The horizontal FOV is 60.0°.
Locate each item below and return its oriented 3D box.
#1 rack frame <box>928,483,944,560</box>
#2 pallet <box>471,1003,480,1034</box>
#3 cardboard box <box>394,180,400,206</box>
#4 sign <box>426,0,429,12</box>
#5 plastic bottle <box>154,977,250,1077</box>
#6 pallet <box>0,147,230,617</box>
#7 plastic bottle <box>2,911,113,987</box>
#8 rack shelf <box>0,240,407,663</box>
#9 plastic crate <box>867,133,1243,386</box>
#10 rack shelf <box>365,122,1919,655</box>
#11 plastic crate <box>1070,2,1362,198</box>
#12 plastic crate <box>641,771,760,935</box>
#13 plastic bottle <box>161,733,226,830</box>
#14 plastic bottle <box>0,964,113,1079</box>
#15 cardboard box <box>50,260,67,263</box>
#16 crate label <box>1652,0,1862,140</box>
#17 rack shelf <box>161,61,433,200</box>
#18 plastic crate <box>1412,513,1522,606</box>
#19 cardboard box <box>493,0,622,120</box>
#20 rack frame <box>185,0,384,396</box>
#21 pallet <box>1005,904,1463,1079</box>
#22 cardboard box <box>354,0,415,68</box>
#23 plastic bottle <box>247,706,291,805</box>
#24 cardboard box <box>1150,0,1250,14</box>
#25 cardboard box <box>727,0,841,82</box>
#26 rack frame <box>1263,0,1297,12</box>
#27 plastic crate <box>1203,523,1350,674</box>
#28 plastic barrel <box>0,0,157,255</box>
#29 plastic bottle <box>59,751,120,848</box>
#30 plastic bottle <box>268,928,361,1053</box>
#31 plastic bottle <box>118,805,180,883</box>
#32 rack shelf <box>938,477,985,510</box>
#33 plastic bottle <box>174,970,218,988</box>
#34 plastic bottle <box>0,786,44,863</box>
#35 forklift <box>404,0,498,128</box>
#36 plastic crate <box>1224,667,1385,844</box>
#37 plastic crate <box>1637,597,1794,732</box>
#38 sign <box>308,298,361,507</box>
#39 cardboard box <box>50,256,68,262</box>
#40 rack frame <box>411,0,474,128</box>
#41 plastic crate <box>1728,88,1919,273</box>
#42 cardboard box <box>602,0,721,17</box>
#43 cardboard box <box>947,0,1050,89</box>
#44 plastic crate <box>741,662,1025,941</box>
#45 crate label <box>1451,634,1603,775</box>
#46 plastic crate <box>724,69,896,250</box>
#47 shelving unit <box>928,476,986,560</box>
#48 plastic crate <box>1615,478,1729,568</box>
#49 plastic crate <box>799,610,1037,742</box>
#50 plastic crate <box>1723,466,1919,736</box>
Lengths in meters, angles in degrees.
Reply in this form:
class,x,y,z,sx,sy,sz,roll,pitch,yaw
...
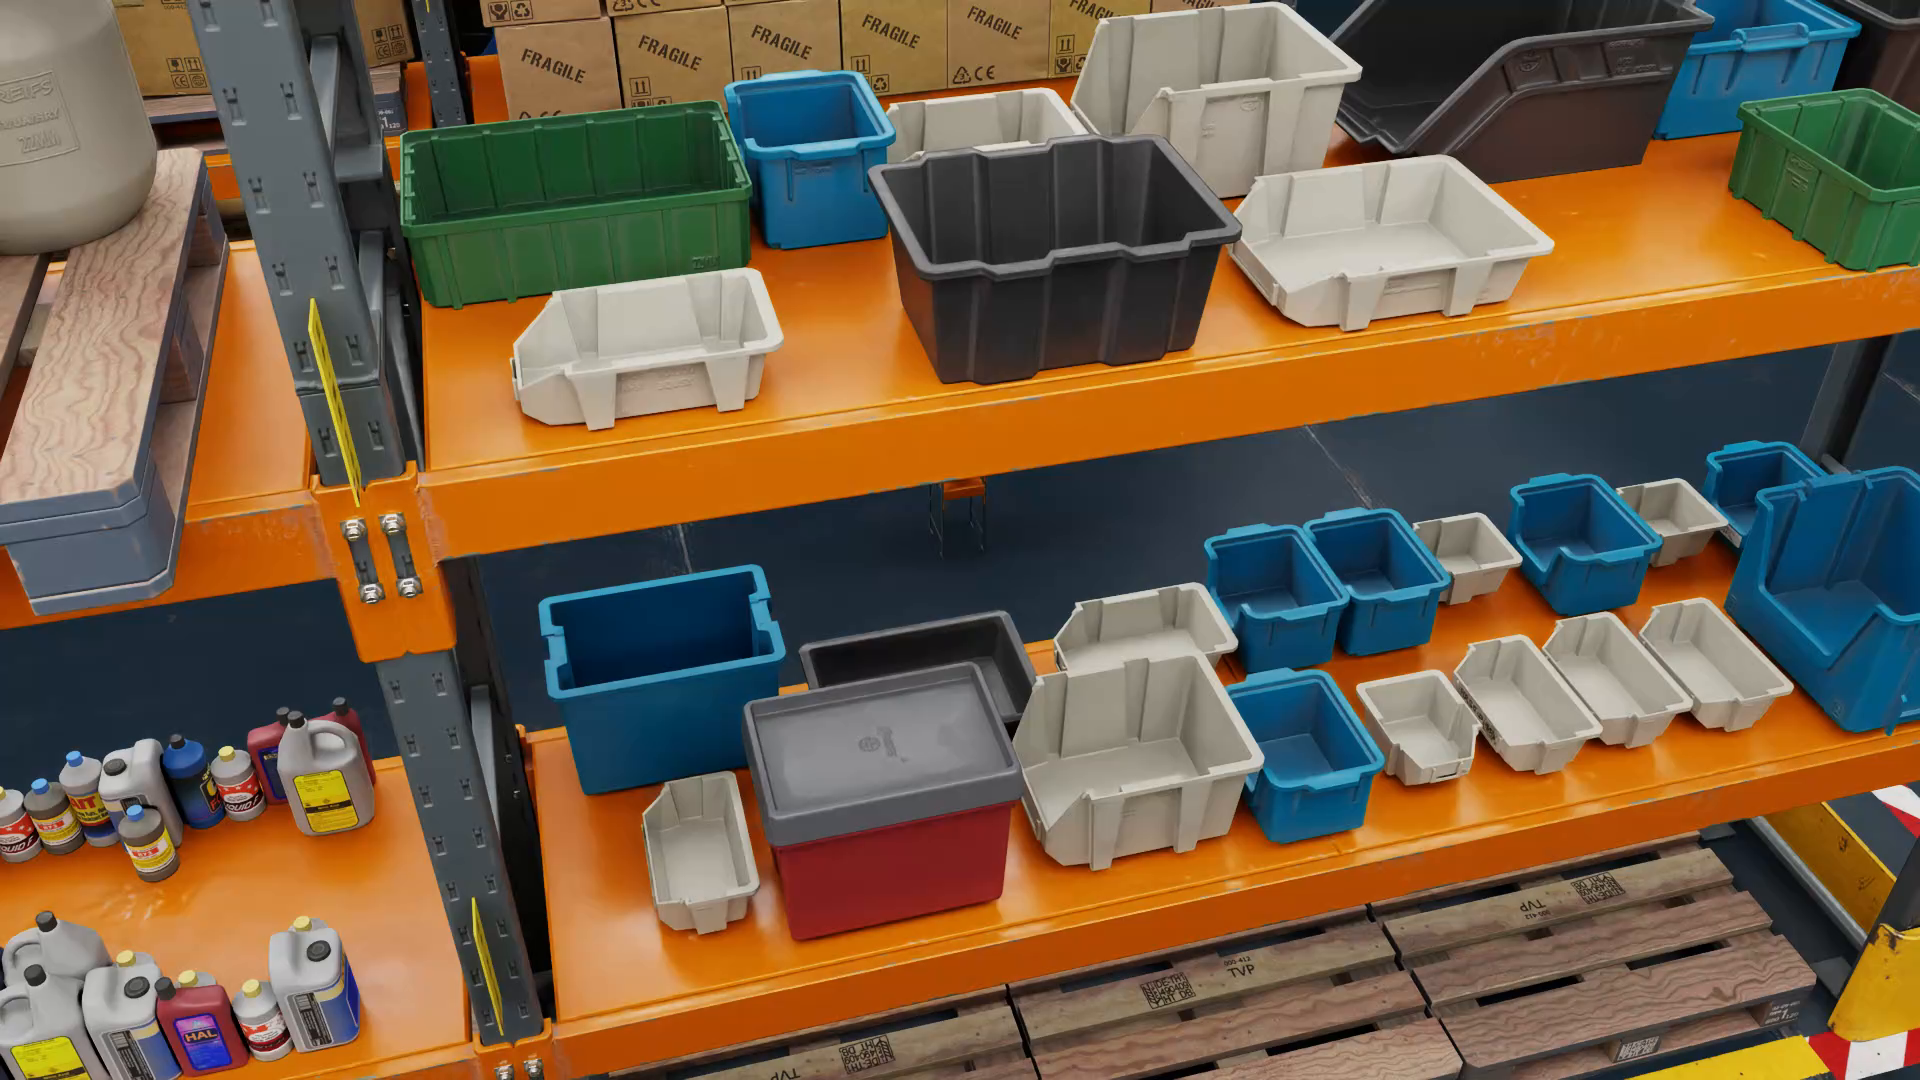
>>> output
class,x,y,z,sx,sy,sz,roll,pitch,yaw
rack frame,-0.102,-0.460,6.863,0.006,1.200,0.240,-9,38,-12
pallet,-1.865,1.869,4.634,1.213,0.211,1.003,-9,38,-12
cardboard box,-2.927,-1.491,8.426,0.500,0.500,0.500,-11,39,-14
sign,-2.248,-2.378,6.936,0.005,0.325,0.100,-9,38,-12
plastic bottle,-1.616,1.025,3.537,0.133,0.283,0.061,-9,38,-12
pallet,-1.840,-0.272,2.823,1.003,0.211,1.213,-9,38,-12
plastic bottle,-1.948,0.936,3.598,0.185,0.351,0.144,-9,38,-12
rack shelf,-3.040,0.074,2.807,4.000,0.370,1.077,-9,38,-12
plastic crate,0.162,-0.512,3.089,0.590,0.269,0.497,-9,38,-12
rack shelf,0.822,-0.559,3.635,4.000,0.370,1.077,-9,38,-12
plastic crate,0.533,-0.945,3.645,0.530,0.282,0.437,-9,38,-12
plastic crate,-0.622,0.754,3.963,0.243,0.136,0.396,-9,38,-12
plastic bottle,-1.903,0.588,4.119,0.097,0.271,0.097,0,37,0
plastic bottle,-1.911,1.020,3.488,0.185,0.351,0.144,-9,38,-12
cardboard box,-4.252,-0.944,7.710,0.500,0.500,0.500,-11,39,-13
crate label,1.778,-1.146,3.933,0.502,0.251,0.408,-9,38,-12
rack shelf,-4.327,-1.640,7.517,4.000,0.370,1.077,-9,38,-12
plastic crate,1.443,0.066,4.862,0.298,0.136,0.250,-9,38,-12
cardboard box,-1.833,-2.203,7.579,0.500,0.500,0.500,-8,38,-11
rack frame,-1.109,-1.719,2.091,0.127,3.000,1.000,-9,38,-12
pallet,0.771,1.436,5.199,1.213,0.211,1.003,-9,38,-12
cardboard box,-2.912,-2.505,7.629,0.500,0.500,0.700,-23,43,-27
plastic bottle,-1.703,0.539,4.173,0.133,0.283,0.061,-9,38,-12
cardboard box,1.104,-2.686,8.210,0.500,0.500,0.500,-8,38,-11
cardboard box,-0.856,-2.364,7.790,0.500,0.500,0.500,-10,38,-12
rack frame,1.465,-2.876,8.541,0.127,3.000,1.000,-9,38,-12
plastic crate,0.868,0.174,4.642,0.300,0.233,0.416,-9,38,-12
plastic barrel,-1.682,-0.813,2.917,0.433,0.535,0.433,0,37,0
plastic bottle,-2.127,0.625,4.071,0.097,0.271,0.097,0,37,0
plastic bottle,-1.405,0.965,3.622,0.135,0.276,0.152,-9,38,-12
plastic bottle,-1.958,0.720,4.003,0.097,0.201,0.097,0,37,0
rack shelf,-0.014,-0.248,7.055,0.180,0.103,0.258,-9,38,-12
plastic bottle,-1.654,1.014,3.619,0.097,0.201,0.097,0,37,0
plastic bottle,-2.315,0.683,4.052,0.097,0.201,0.097,0,37,0
forklift,-3.359,-3.653,9.613,3.031,2.935,1.130,-2,37,-2
plastic crate,0.837,0.548,4.153,0.300,0.233,0.416,-9,38,-12
plastic crate,2.013,0.346,4.497,0.243,0.136,0.396,-9,38,-12
sign,-0.967,-0.209,2.578,0.005,0.325,0.100,-9,38,-12
cardboard box,-4.412,-1.245,8.105,0.500,0.500,0.500,-11,39,-14
rack frame,-2.397,-2.243,7.713,0.127,3.000,1.000,-9,38,-12
plastic crate,1.875,-0.754,3.472,0.336,0.188,0.450,-9,38,-12
cardboard box,-1.370,-2.671,7.368,0.500,0.500,0.500,-10,39,-13
cardboard box,0.121,-2.525,8.000,0.500,0.500,0.500,-9,38,-12
plastic crate,-0.181,0.620,3.869,0.583,0.464,0.402,-9,38,-12
crate label,1.467,0.442,4.371,0.243,0.136,0.396,-9,38,-12
plastic crate,-0.313,-0.793,3.487,0.300,0.233,0.416,-9,38,-12
shelving unit,-0.014,-0.474,6.882,0.189,1.200,0.258,-9,38,-12
plastic crate,2.097,-0.041,5.003,0.298,0.136,0.250,-9,38,-12
plastic crate,-0.098,0.414,4.417,0.590,0.125,0.437,-9,38,-12
plastic crate,2.478,0.154,4.501,0.499,0.435,0.616,-9,38,-12
